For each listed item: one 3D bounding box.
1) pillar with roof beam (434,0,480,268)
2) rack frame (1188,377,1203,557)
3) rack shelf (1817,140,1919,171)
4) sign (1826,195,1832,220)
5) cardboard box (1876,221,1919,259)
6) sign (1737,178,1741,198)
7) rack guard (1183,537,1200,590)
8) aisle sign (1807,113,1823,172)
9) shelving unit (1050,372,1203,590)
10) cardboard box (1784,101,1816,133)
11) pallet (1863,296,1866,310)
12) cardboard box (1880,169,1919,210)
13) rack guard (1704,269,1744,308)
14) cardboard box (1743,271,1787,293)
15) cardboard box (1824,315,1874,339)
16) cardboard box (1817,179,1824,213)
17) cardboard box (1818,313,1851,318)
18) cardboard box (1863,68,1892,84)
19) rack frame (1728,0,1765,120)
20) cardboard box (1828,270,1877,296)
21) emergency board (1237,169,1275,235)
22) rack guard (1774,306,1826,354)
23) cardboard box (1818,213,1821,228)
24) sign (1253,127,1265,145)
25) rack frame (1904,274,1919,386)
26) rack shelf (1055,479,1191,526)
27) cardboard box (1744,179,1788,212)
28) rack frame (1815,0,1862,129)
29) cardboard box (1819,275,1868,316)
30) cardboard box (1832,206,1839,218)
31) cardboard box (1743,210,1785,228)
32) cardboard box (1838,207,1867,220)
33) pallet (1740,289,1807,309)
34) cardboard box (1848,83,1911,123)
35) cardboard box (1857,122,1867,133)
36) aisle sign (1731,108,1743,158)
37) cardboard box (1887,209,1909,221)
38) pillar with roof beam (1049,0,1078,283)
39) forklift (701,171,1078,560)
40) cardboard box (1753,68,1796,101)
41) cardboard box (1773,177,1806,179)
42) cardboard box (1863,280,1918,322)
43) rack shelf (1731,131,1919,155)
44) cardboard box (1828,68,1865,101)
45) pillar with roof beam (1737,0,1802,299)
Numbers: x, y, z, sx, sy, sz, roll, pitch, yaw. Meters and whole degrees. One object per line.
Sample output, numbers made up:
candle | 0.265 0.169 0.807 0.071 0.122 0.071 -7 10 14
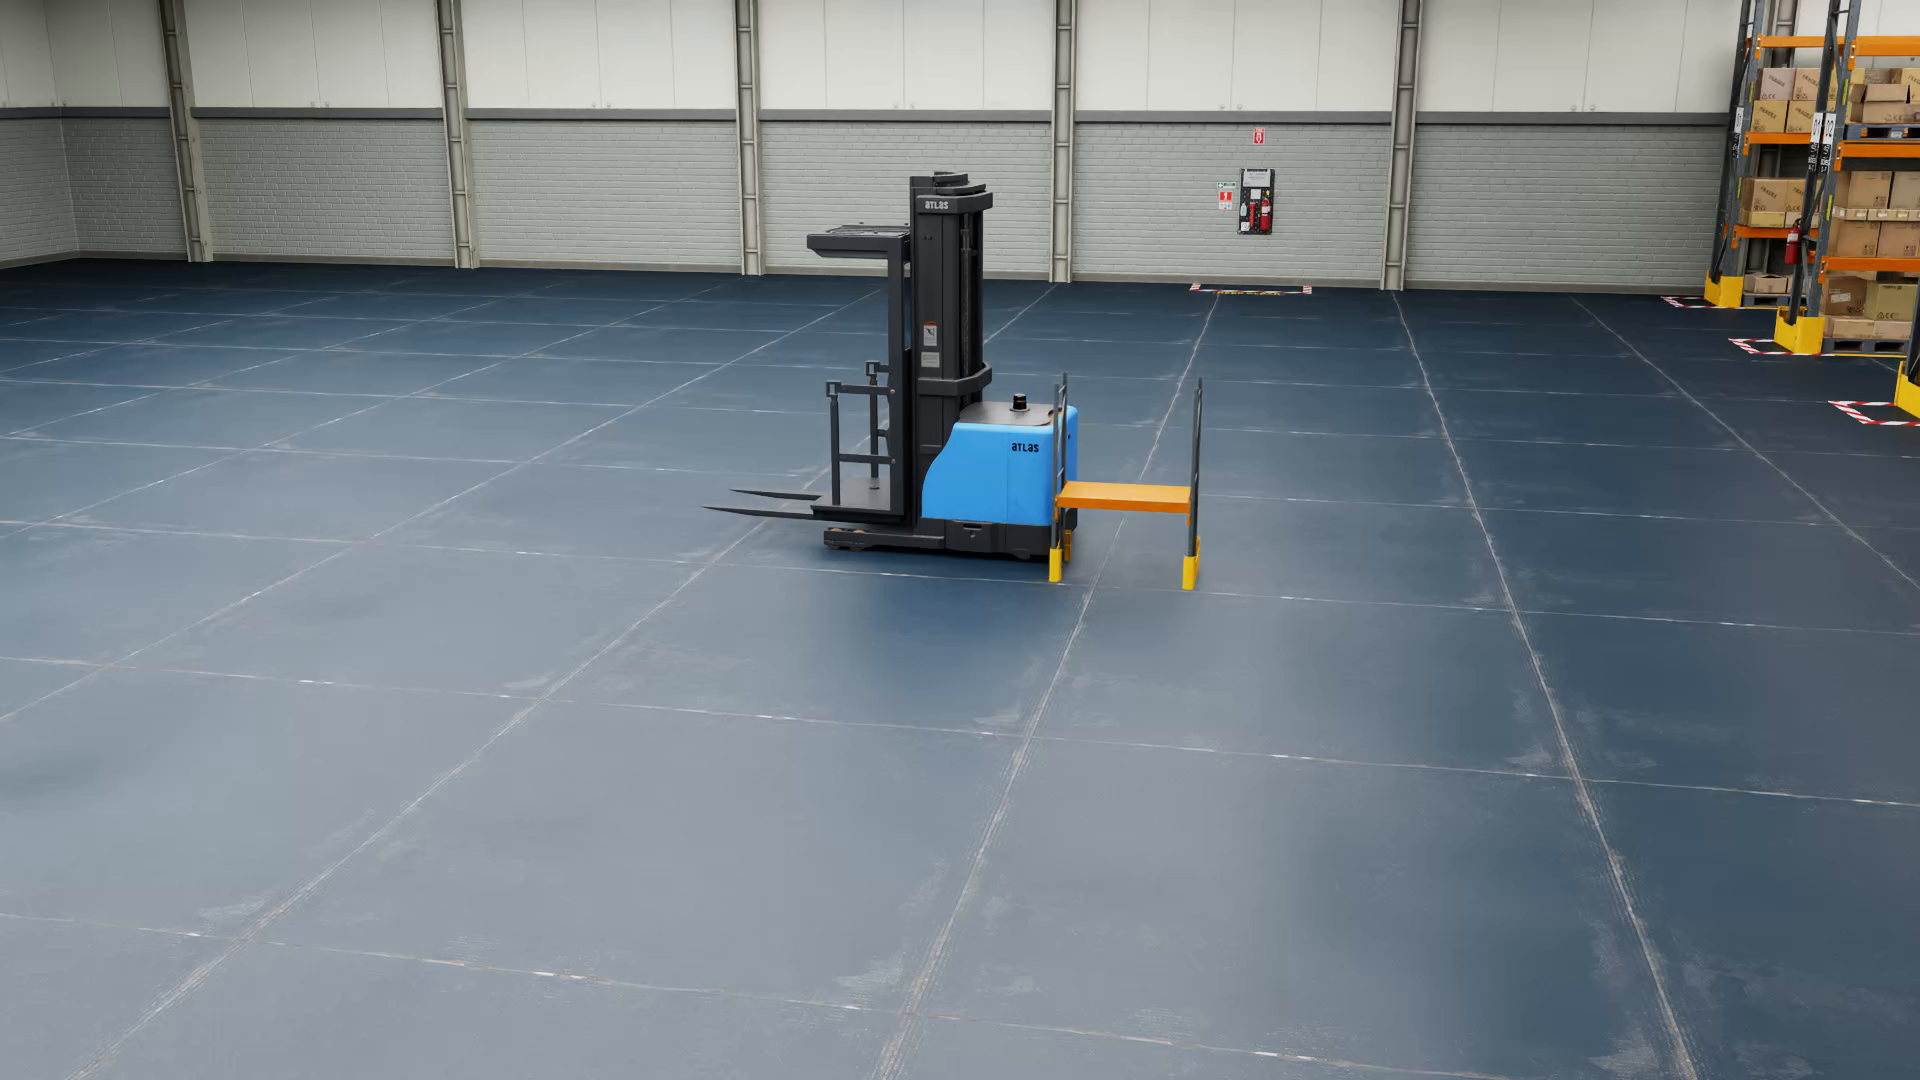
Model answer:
pillar with roof beam | -10.733 -8.683 28.110 0.400 9.000 9.100 3 16 11
rack frame | 1.746 -0.431 12.367 0.032 1.500 0.500 3 16 11
rack shelf | 13.762 -5.149 22.317 4.000 0.370 1.077 3 16 11
sign | 11.685 -4.467 22.357 0.005 0.325 0.100 3 16 11
cardboard box | 12.772 -4.149 22.794 0.500 0.500 0.700 4 16 13
sign | 12.677 -5.727 27.057 0.005 0.325 0.100 3 16 11
rack guard | 1.745 0.171 12.534 0.087 0.250 0.587 3 16 11
aisle sign | 11.796 -5.489 22.949 0.004 0.787 0.394 3 16 11
shelving unit | 1.257 -0.458 12.464 1.083 1.500 0.587 3 16 11
cardboard box | 13.582 -6.834 26.831 0.500 0.500 0.500 4 16 15
pallet | 14.841 -3.986 27.616 1.213 0.211 1.003 3 16 11
cardboard box | 12.825 -4.772 22.611 0.500 0.500 0.700 3 16 10
rack guard | 12.860 -4.243 28.004 0.348 0.500 1.175 3 16 11
cardboard box | 13.445 -4.308 27.767 0.500 0.311 0.500 1 16 5
cardboard box | 12.283 -2.947 23.004 0.500 0.250 0.500 3 16 11
cardboard box | 14.181 -5.589 27.017 0.500 0.500 0.500 3 16 9
cardboard box | 12.386 -3.082 23.493 0.500 0.250 0.500 3 16 11
cardboard box | 14.767 -7.396 26.985 0.500 0.500 0.500 3 16 11
rack frame | 12.785 -8.343 26.884 0.127 3.000 1.000 3 16 11
cardboard box | 14.713 -4.317 27.444 0.500 0.500 0.700 2 16 8
emergency board | 5.350 -6.102 30.030 0.643 1.169 0.194 3 16 11
rack guard | 11.778 -2.953 23.344 0.348 0.500 1.175 3 16 11
cardboard box | 14.210 -5.228 27.119 0.500 0.250 0.500 3 16 10
sign | 5.362 -7.245 29.816 0.199 0.298 0.001 3 16 11
rack frame | 10.811 -2.861 18.329 0.127 3.000 1.000 3 16 11
rack shelf | 1.248 -0.285 12.514 1.000 0.185 0.538 3 16 11
cardboard box | 13.193 -5.647 27.226 0.500 0.500 0.500 3 16 11
rack frame | 11.802 -7.047 22.205 0.127 3.000 1.000 3 16 11
cardboard box | 12.387 -3.444 23.395 0.500 0.500 0.500 3 16 11
cardboard box | 12.214 -4.546 23.012 0.250 0.149 0.380 3 16 10
cardboard box | 13.200 -5.280 27.308 0.500 0.250 0.500 3 16 9
cardboard box | 12.144 -4.440 22.627 0.250 0.149 0.380 3 16 11
pallet | 13.649 -4.052 27.853 1.213 0.211 1.003 3 16 11
cardboard box | 12.364 -5.890 22.402 0.637 0.503 0.797 4 16 15
cardboard box | 14.621 -6.785 26.652 0.500 0.500 0.500 4 16 15
aisle sign | 12.655 -6.630 27.068 0.004 0.787 0.394 3 16 11
cardboard box | 12.647 -4.413 22.530 0.250 0.149 0.380 3 16 11
pillar with roof beam | 1.027 -8.045 25.805 0.400 9.000 9.100 3 16 11
forklift | -0.602 -1.456 13.388 3.031 2.935 1.130 4 16 15
cardboard box | 13.115 -7.353 26.831 0.500 0.500 0.500 2 16 7
cardboard box | 13.781 -5.752 27.606 0.500 0.500 0.500 3 16 12
cardboard box | 12.773 -3.282 22.809 0.500 0.500 0.500 3 16 11
rack shelf | 14.745 -6.445 26.996 4.000 0.370 1.077 3 16 11
cardboard box | 14.100 -7.289 26.599 0.500 0.500 0.500 4 16 13
pillar with roof beam | 12.786 -7.406 23.501 0.400 9.000 9.100 3 16 11
